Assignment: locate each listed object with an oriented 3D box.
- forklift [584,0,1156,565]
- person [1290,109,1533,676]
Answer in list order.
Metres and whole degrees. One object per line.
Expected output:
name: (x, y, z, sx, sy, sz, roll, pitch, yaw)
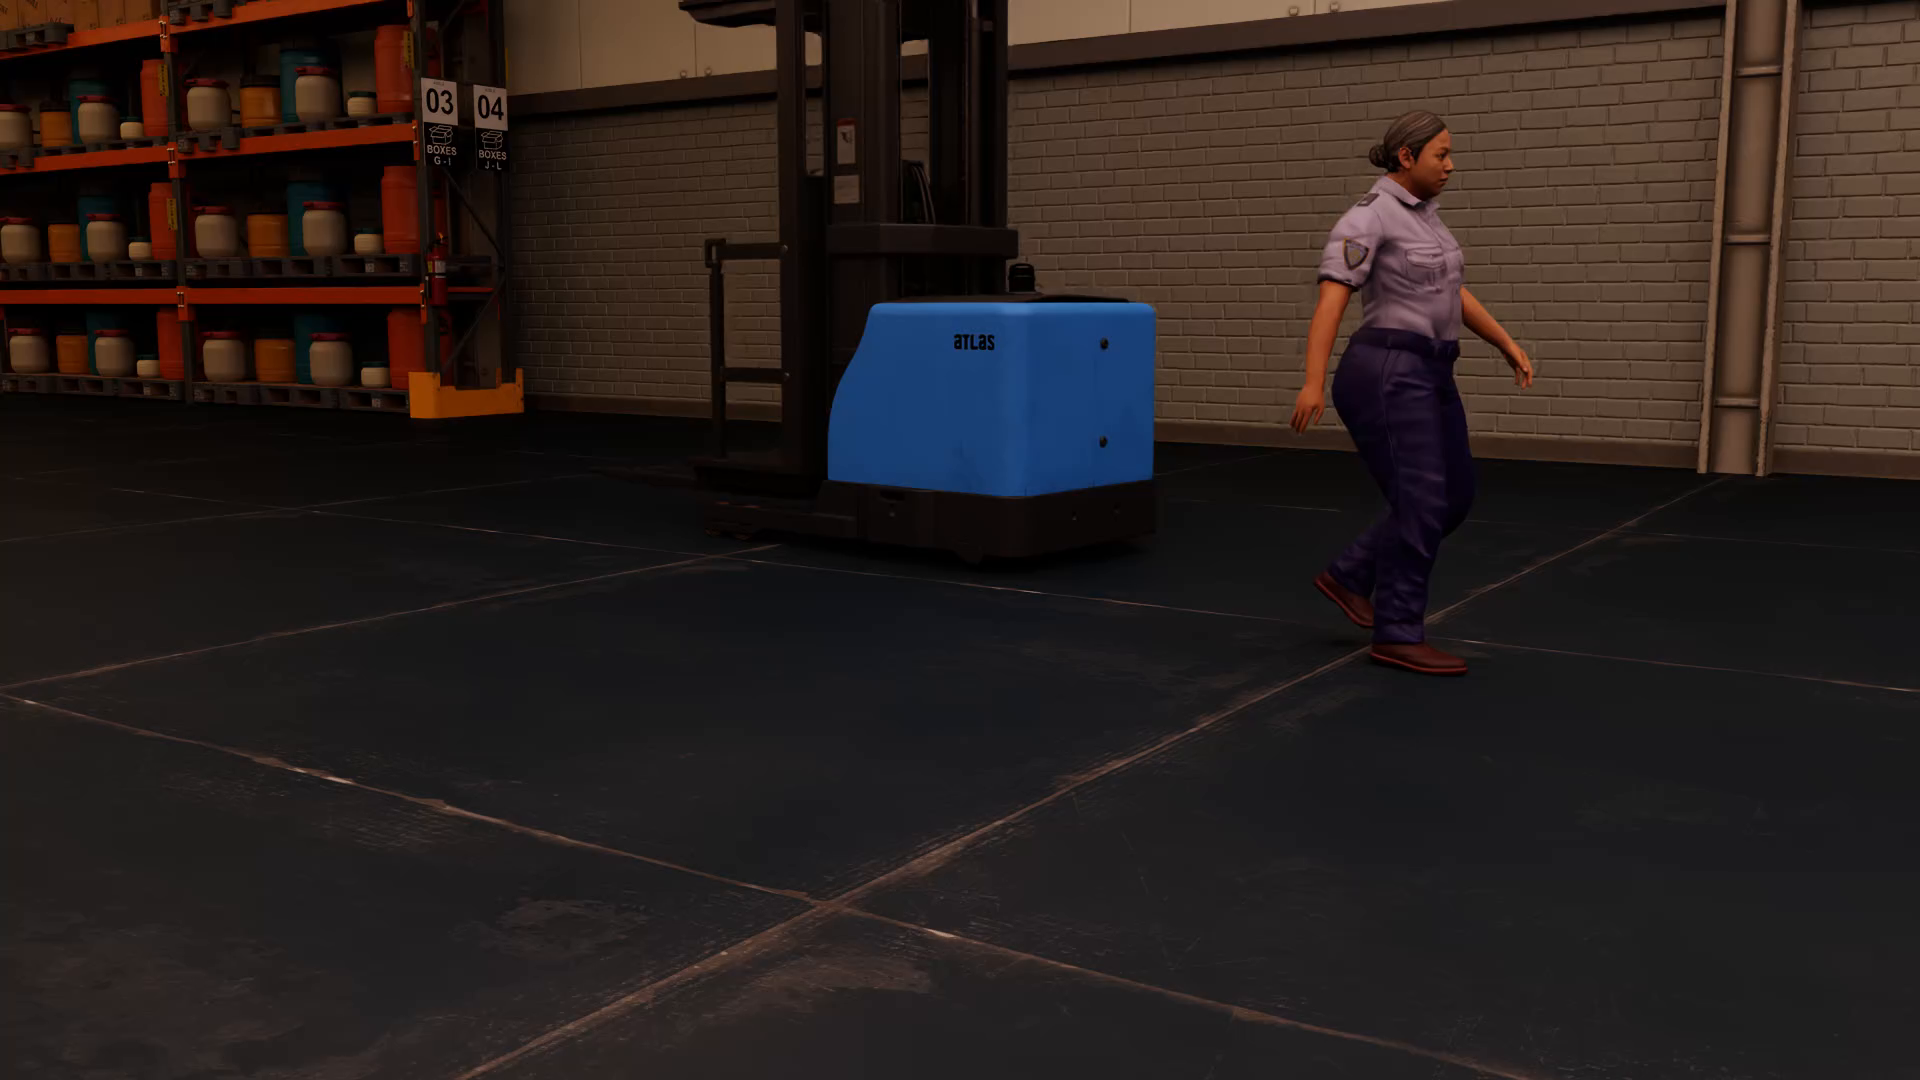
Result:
forklift: (-0.587, -1.499, 7.731, 3.031, 2.935, 1.130, 7, 11, 40)
person: (1.304, -0.444, 4.963, 0.605, 1.632, 0.751, 6, 10, 34)
